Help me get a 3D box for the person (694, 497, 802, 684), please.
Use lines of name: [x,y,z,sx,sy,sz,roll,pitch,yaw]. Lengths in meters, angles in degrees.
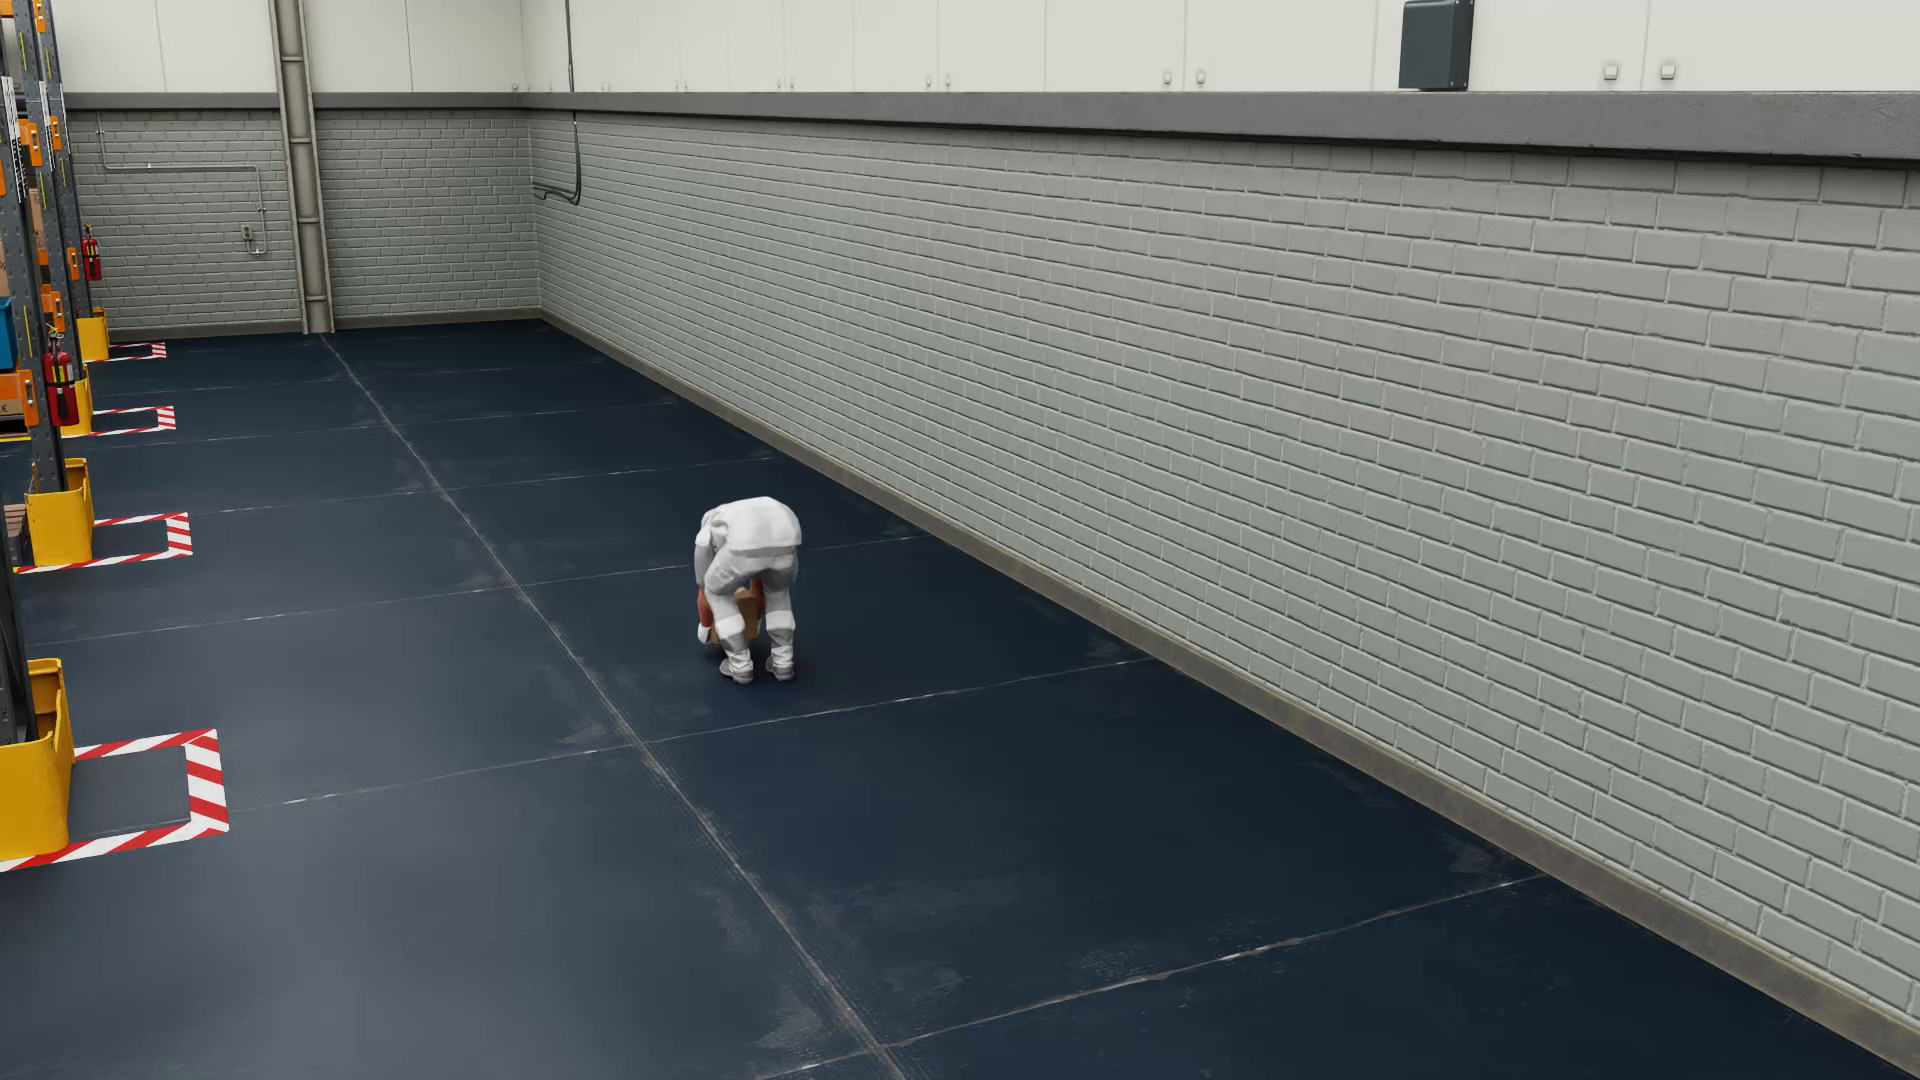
person: [-1.189,0.221,9.138,0.517,1.010,0.952,-8,17,-28]
